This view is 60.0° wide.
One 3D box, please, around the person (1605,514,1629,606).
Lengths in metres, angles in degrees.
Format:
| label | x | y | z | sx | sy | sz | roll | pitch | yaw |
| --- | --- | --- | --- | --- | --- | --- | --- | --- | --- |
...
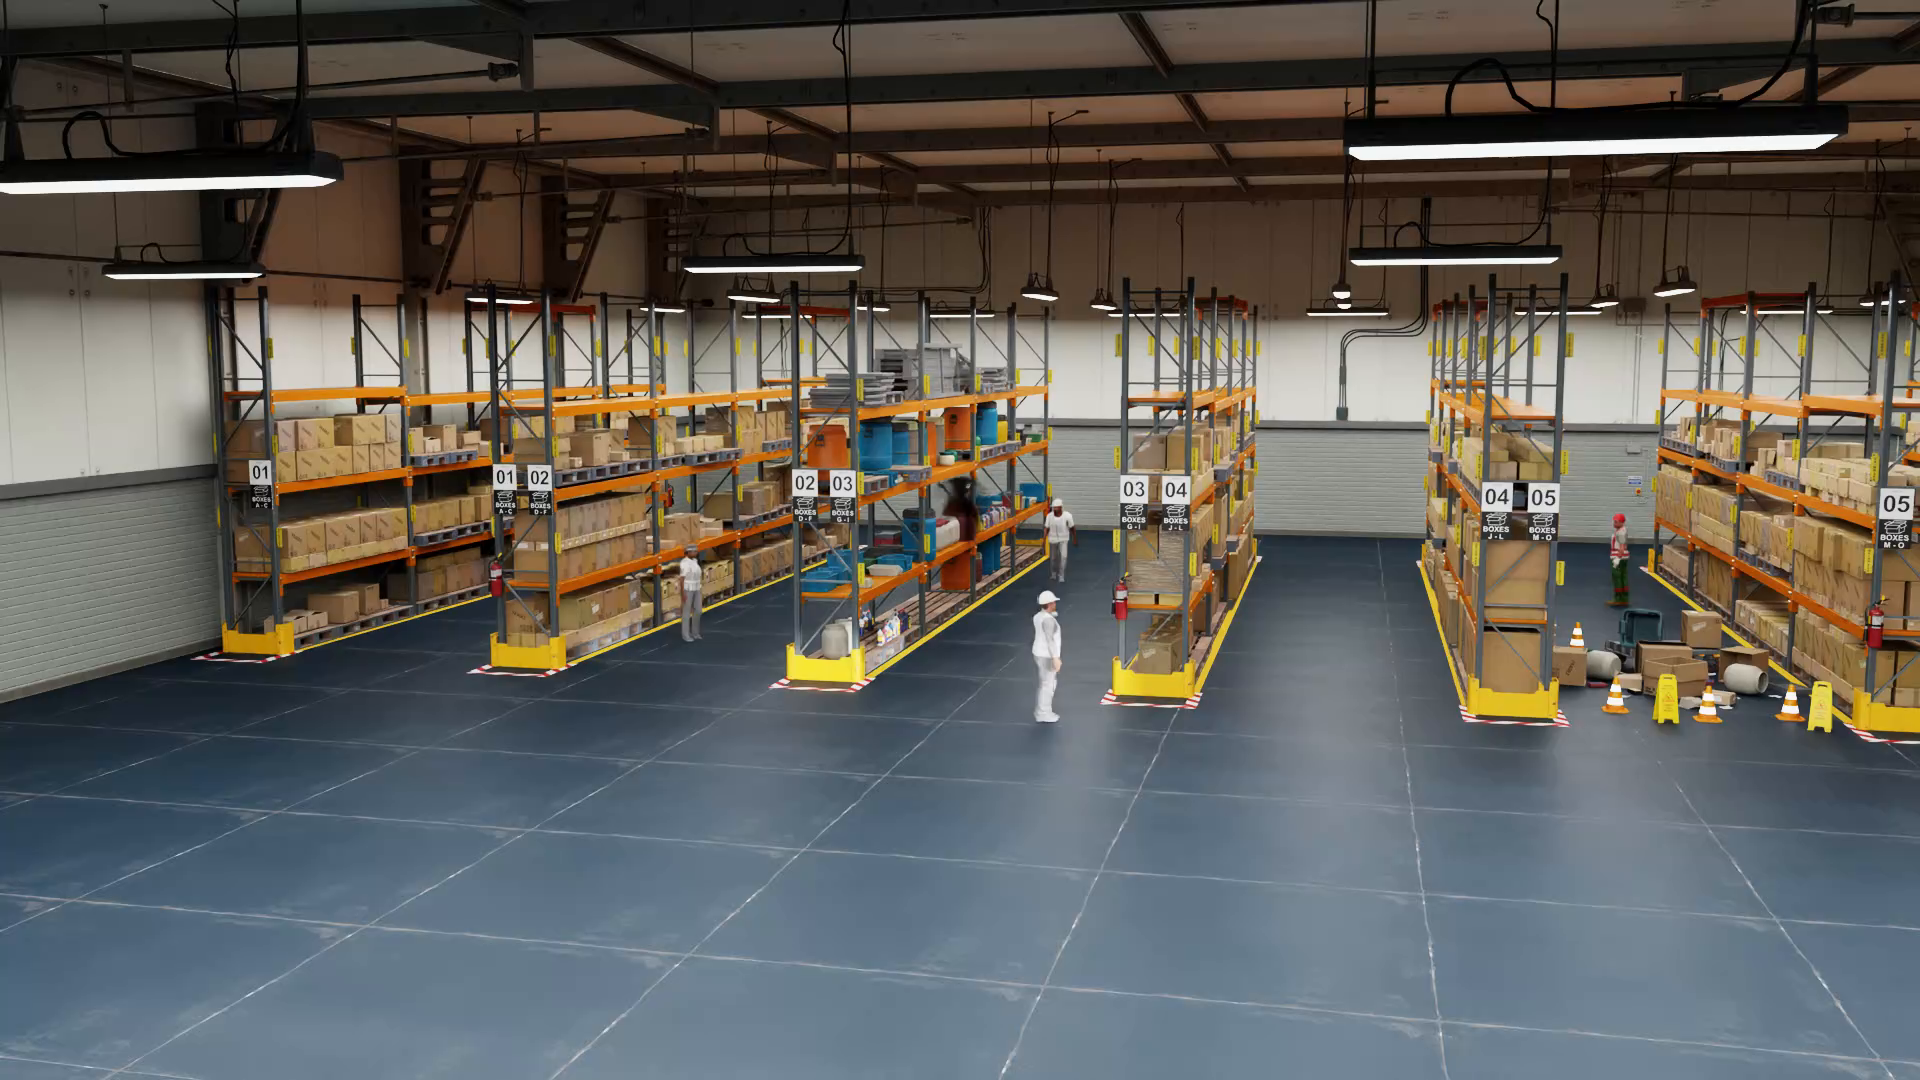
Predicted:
| label | x | y | z | sx | sy | sz | roll | pitch | yaw |
| --- | --- | --- | --- | --- | --- | --- | --- | --- | --- |
| person | 12.891 | 0.384 | 32.524 | 0.387 | 1.798 | 0.587 | 6 | 9 | 41 |

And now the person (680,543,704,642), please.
| label | x | y | z | sx | sy | sz | roll | pitch | yaw |
| --- | --- | --- | --- | --- | --- | --- | --- | --- | --- |
| person | -4.643 | 0.926 | 28.659 | 0.351 | 1.760 | 0.548 | 3 | 7 | 27 |

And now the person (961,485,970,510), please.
| label | x | y | z | sx | sy | sz | roll | pitch | yaw |
| --- | --- | --- | --- | --- | --- | --- | --- | --- | --- |
| person | 0.249 | -0.556 | 41.238 | 0.535 | 1.629 | 0.703 | 4 | 7 | 28 |

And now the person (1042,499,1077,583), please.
| label | x | y | z | sx | sy | sz | roll | pitch | yaw |
| --- | --- | --- | --- | --- | --- | --- | --- | --- | --- |
| person | 2.019 | 0.007 | 33.698 | 0.717 | 1.699 | 1.024 | 1 | 7 | 6 |

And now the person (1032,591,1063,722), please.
| label | x | y | z | sx | sy | sz | roll | pitch | yaw |
| --- | --- | --- | --- | --- | --- | --- | --- | --- | --- |
| person | 1.202 | 1.586 | 22.364 | 0.423 | 1.807 | 0.619 | -1 | 7 | -8 |
